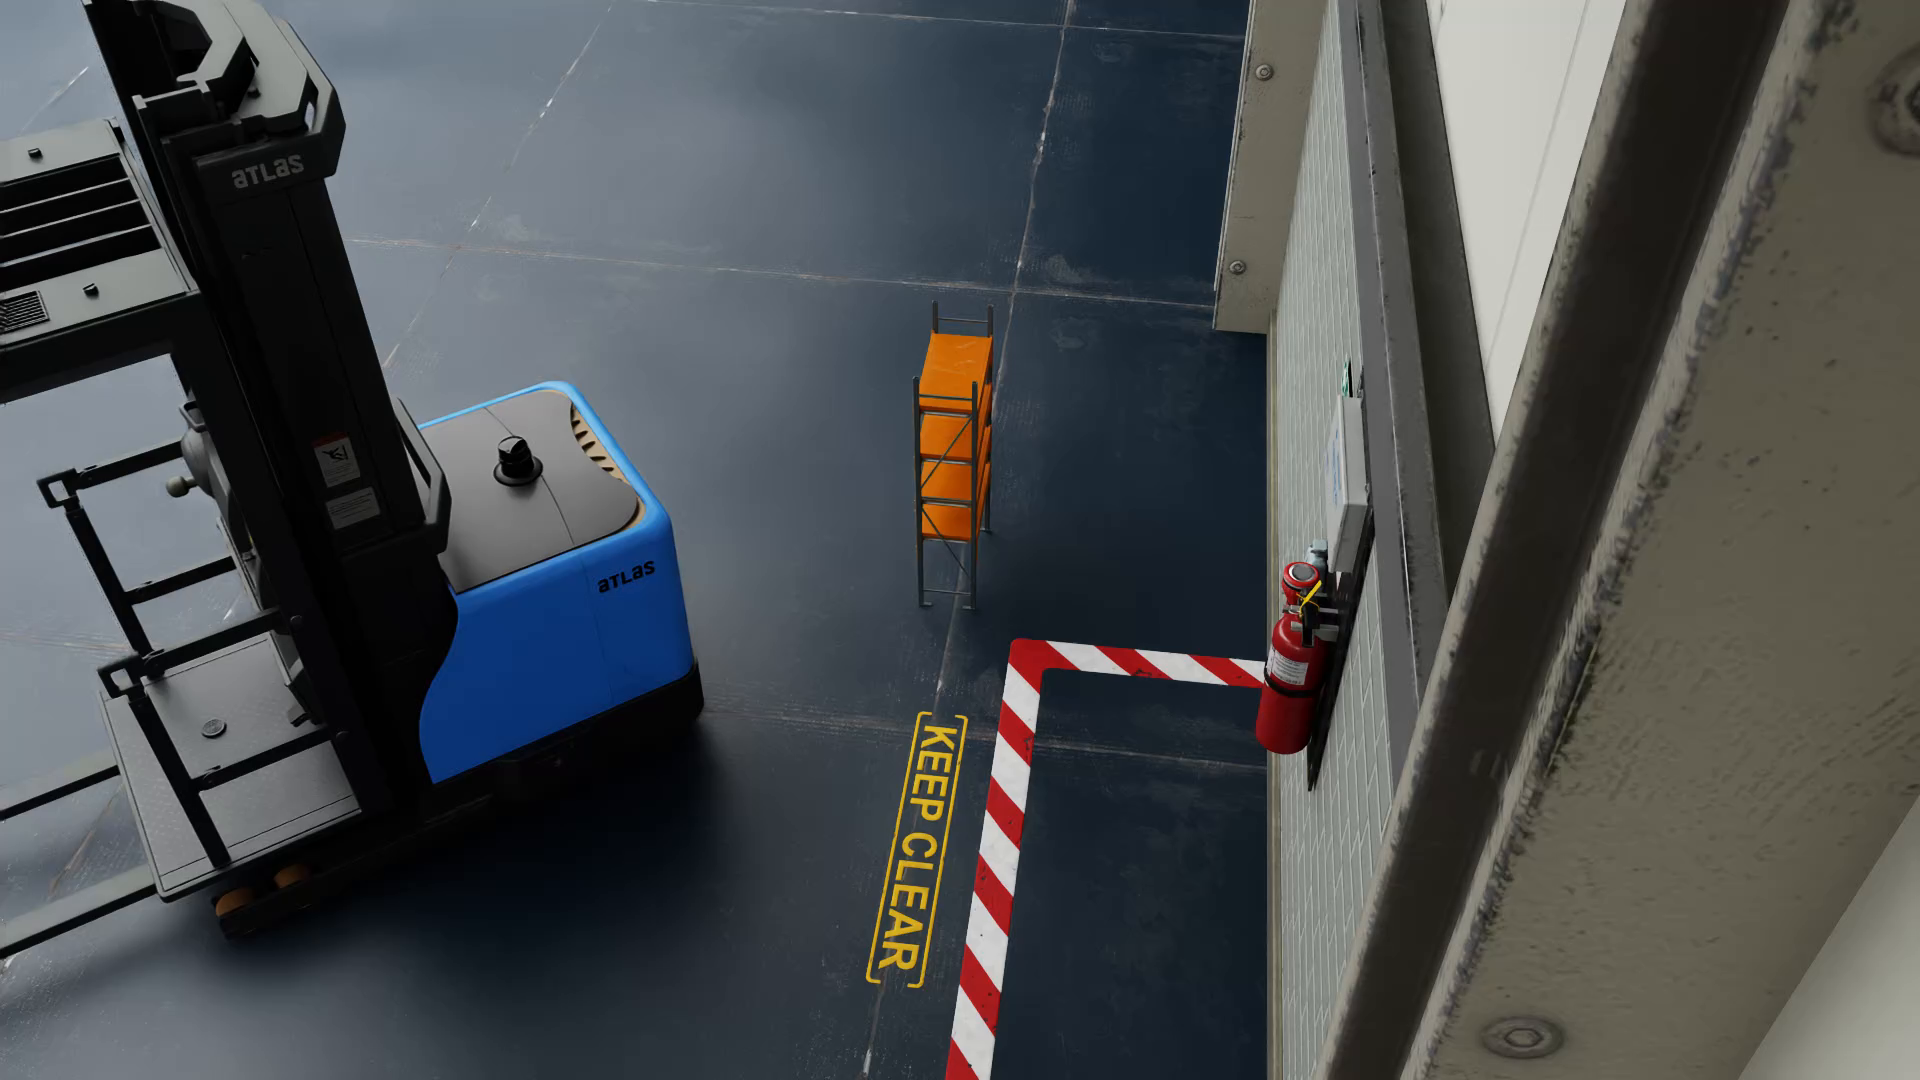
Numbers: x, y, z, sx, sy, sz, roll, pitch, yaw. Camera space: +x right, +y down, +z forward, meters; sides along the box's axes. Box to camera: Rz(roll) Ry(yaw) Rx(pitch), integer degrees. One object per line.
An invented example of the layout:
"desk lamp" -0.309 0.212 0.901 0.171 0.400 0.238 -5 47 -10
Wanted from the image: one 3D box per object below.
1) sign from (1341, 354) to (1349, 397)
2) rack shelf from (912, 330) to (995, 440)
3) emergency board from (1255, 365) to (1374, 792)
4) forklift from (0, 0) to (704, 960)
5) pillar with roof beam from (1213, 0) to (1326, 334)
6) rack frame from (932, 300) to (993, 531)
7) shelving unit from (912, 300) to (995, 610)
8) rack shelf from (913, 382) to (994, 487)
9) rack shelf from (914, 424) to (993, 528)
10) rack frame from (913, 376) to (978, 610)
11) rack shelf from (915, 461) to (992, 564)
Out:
"sign" 1.192 -0.435 5.139 0.001 0.109 0.331 5 44 6
"rack shelf" -0.022 -0.608 6.470 0.258 0.148 0.480 5 44 6
"emergency board" 1.026 0.135 4.948 0.194 1.169 0.643 5 44 6
"forklift" -2.523 -0.106 5.252 3.031 2.935 1.130 -23 48 -22
"pillar with roof beam" -2.812 -4.843 5.842 9.100 9.000 0.400 5 44 6
"rack frame" 0.010 -0.489 6.916 0.240 1.200 0.015 5 44 6
"shelving unit" -0.022 -0.323 6.741 0.258 1.200 0.503 5 44 6
"rack shelf" -0.022 -0.436 6.633 0.258 0.148 0.480 5 44 6
"rack shelf" -0.022 -0.274 6.787 0.258 0.148 0.480 5 44 6
"rack frame" -0.054 -0.157 6.565 0.240 1.200 0.015 5 44 6
"rack shelf" -0.022 -0.130 6.923 0.258 0.148 0.480 5 44 6
